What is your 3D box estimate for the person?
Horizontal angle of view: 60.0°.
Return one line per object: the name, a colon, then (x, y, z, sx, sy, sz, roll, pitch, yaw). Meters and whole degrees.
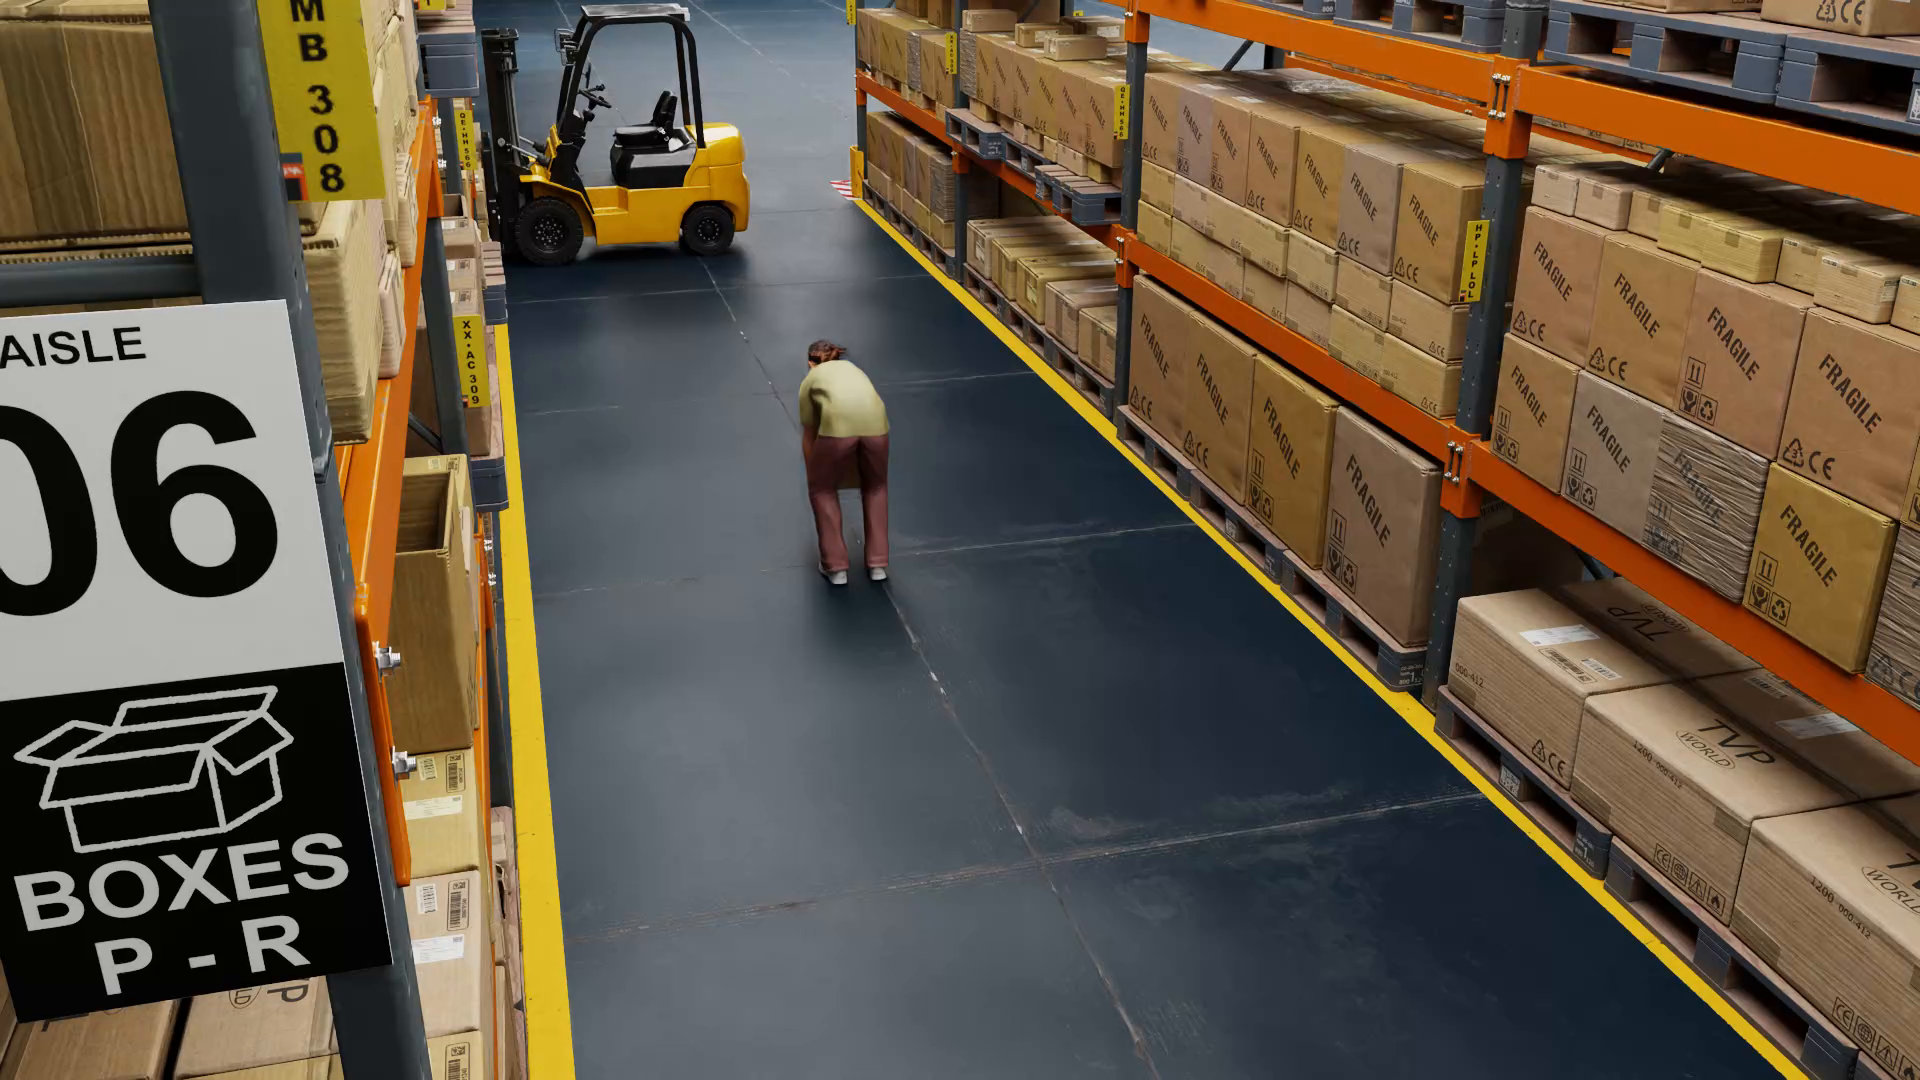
person: (-0.626, -0.433, 8.782, 0.421, 1.158, 0.863, -7, 24, -16)
